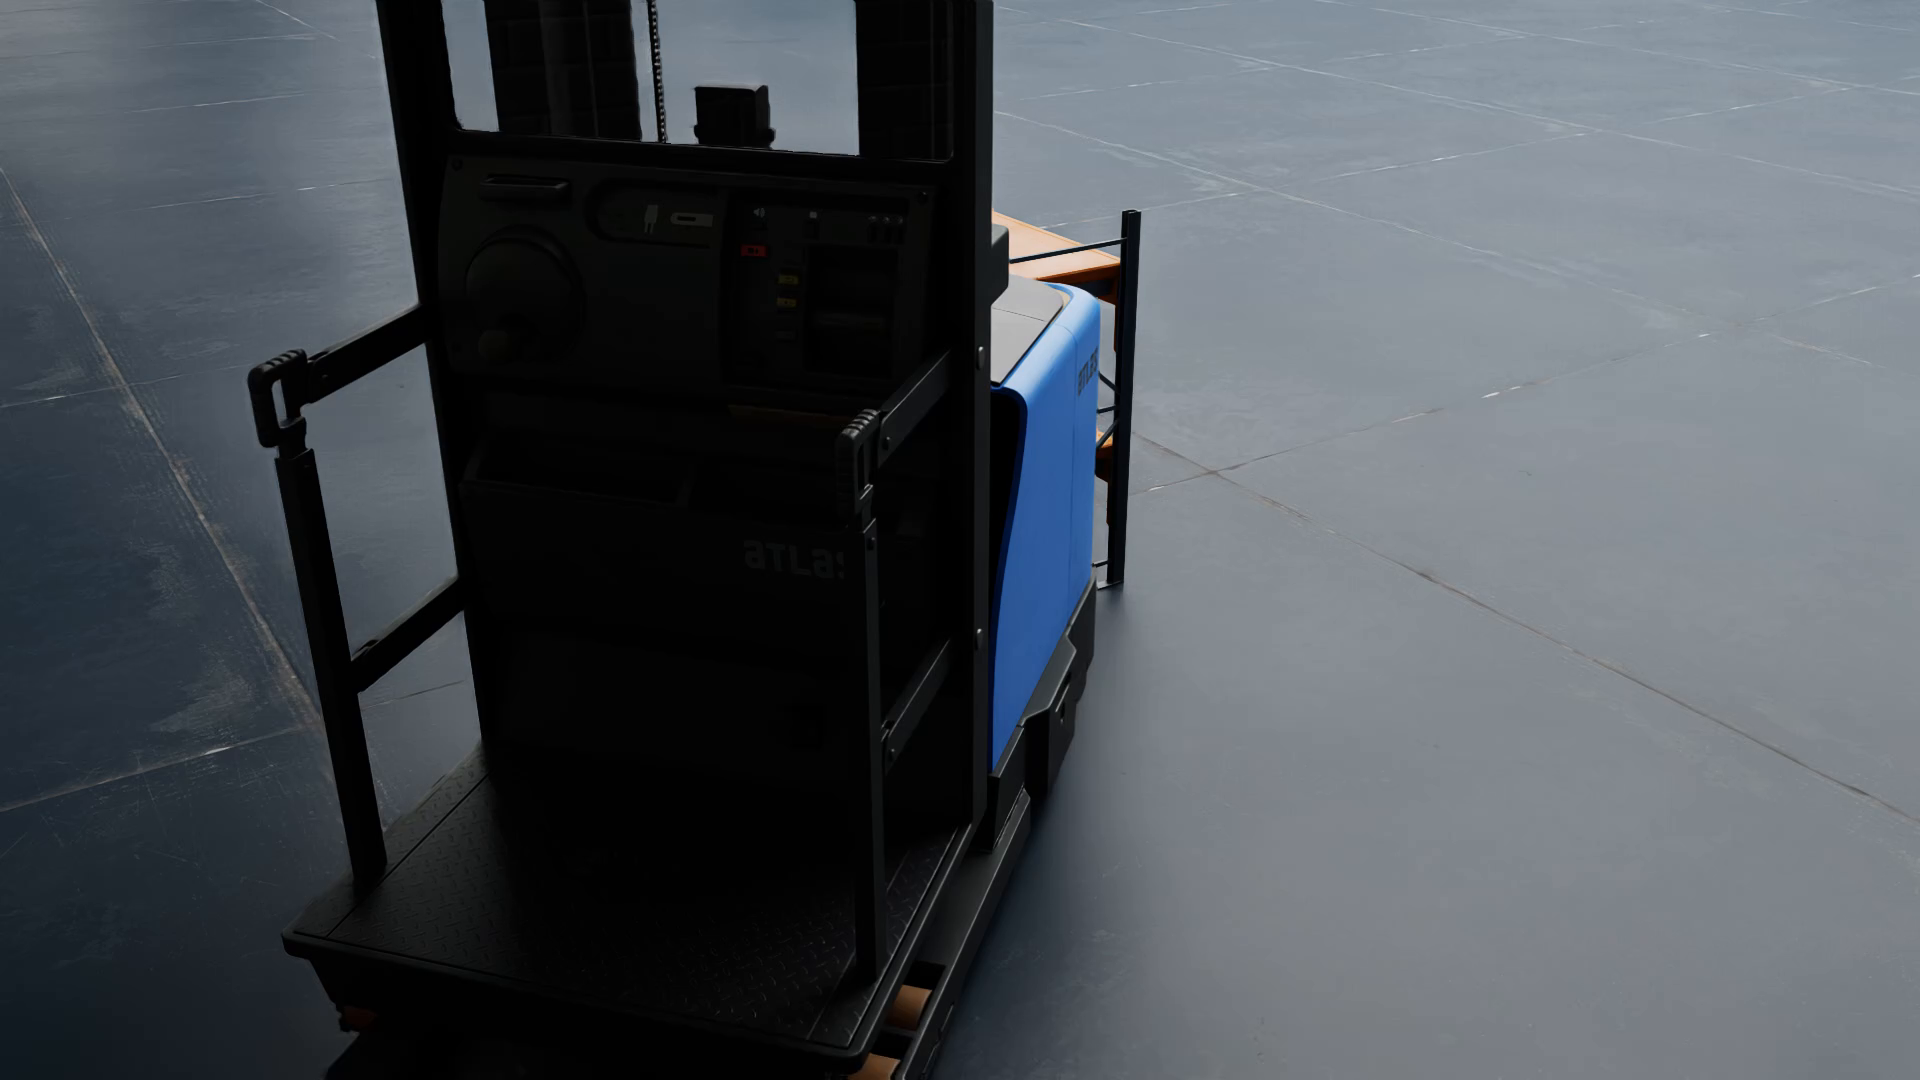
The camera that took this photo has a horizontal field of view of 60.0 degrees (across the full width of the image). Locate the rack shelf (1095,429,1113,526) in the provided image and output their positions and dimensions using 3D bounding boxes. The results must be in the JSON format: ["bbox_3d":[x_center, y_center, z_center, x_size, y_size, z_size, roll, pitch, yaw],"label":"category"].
[{"bbox_3d":[-0.004,-0.290,5.119,0.538,0.278,1.000,-16,29,-30],"label":"rack shelf"}]

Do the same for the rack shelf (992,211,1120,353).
[{"bbox_3d":[-0.004,-0.776,4.890,0.538,0.278,1.000,-16,29,-30],"label":"rack shelf"}]

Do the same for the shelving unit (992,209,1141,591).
[{"bbox_3d":[-0.004,-0.511,5.015,0.538,1.125,1.048,-16,29,-30],"label":"shelving unit"}]

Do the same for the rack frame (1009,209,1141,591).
[{"bbox_3d":[0.274,-0.329,4.630,0.500,1.125,0.032,-16,29,-30],"label":"rack frame"}]

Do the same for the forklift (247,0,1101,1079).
[{"bbox_3d":[-0.551,-0.432,2.732,1.130,2.935,3.031,7,26,15],"label":"forklift"}]
